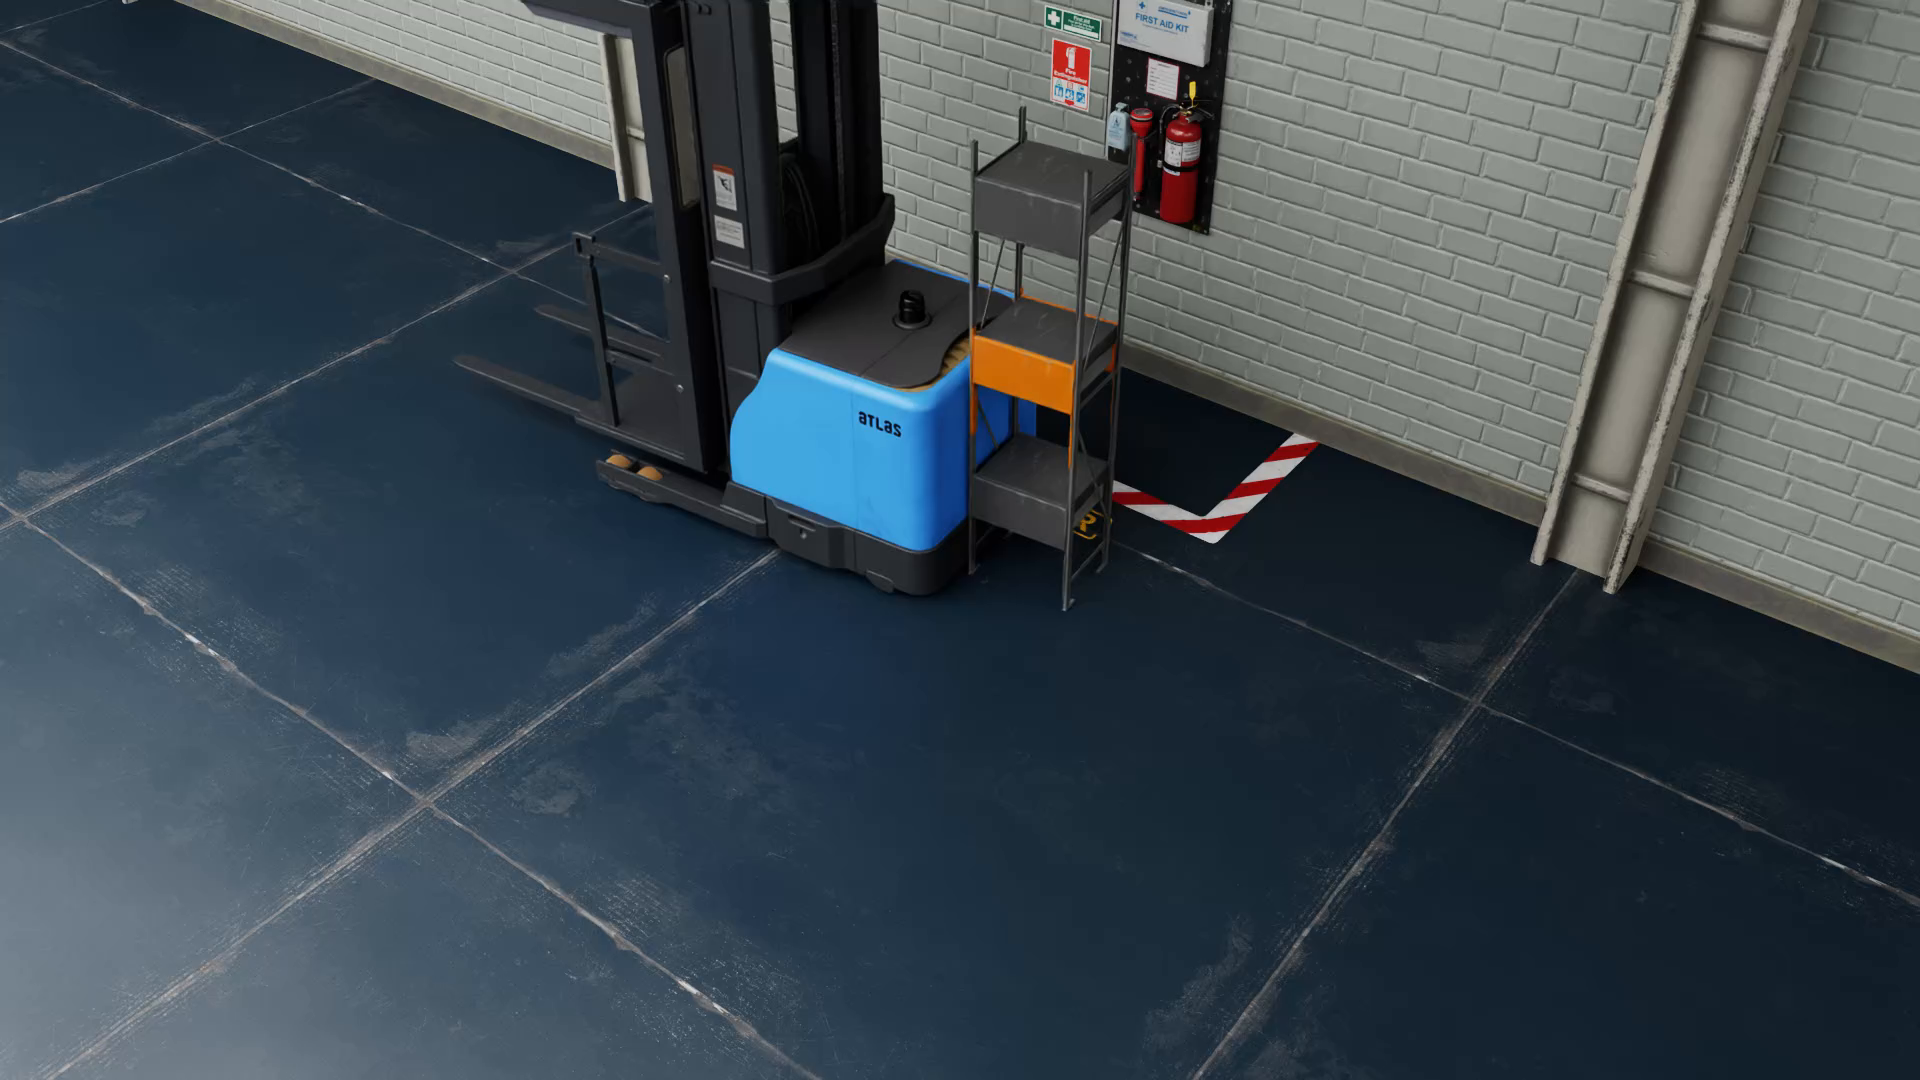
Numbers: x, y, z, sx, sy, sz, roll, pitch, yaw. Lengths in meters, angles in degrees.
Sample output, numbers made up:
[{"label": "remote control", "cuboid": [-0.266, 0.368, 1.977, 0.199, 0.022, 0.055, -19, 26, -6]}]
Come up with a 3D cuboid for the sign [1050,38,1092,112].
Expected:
[{"label": "sign", "cuboid": [0.547, -2.301, 8.226, 0.234, 0.329, 0.001, 25, 45, 29]}]

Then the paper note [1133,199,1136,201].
[{"label": "paper note", "cuboid": [0.825, -1.782, 8.308, 0.142, 0.148, 0.016, 25, 45, 29]}]

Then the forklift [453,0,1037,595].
[{"label": "forklift", "cuboid": [-1.155, -1.593, 7.407, 3.031, 2.935, 1.130, 21, 43, 24]}]

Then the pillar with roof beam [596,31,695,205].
[{"label": "pillar with roof beam", "cuboid": [-4.518, -3.586, 5.031, 0.400, 9.000, 9.100, 25, 45, 29]}]

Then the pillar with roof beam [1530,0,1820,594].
[{"label": "pillar with roof beam", "cuboid": [0.248, -1.339, 2.160, 0.400, 9.000, 9.100, 25, 45, 29]}]

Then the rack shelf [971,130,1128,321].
[{"label": "rack shelf", "cuboid": [0.357, -1.234, 6.510, 0.480, 0.518, 0.431, 21, 43, 24]}]

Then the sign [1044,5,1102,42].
[{"label": "sign", "cuboid": [0.545, -2.503, 8.055, 0.331, 0.109, 0.001, 25, 45, 29]}]

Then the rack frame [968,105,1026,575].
[{"label": "rack frame", "cuboid": [0.149, -0.773, 7.034, 0.015, 2.100, 0.400, 21, 43, 24]}]

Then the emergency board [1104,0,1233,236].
[{"label": "emergency board", "cuboid": [0.923, -2.029, 7.908, 0.643, 1.169, 0.194, 25, 45, 29]}]

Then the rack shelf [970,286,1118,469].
[{"label": "rack shelf", "cuboid": [0.357, -0.683, 6.942, 0.480, 0.518, 0.431, 21, 43, 24]}]

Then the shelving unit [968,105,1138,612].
[{"label": "shelving unit", "cuboid": [0.357, -0.694, 6.933, 0.503, 2.100, 0.431, 21, 43, 24]}]

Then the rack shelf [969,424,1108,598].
[{"label": "rack shelf", "cuboid": [0.357, -0.132, 7.373, 0.480, 0.518, 0.431, 21, 43, 24]}]

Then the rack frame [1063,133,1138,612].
[{"label": "rack frame", "cuboid": [0.565, -0.615, 6.832, 0.015, 2.100, 0.400, 21, 43, 24]}]
